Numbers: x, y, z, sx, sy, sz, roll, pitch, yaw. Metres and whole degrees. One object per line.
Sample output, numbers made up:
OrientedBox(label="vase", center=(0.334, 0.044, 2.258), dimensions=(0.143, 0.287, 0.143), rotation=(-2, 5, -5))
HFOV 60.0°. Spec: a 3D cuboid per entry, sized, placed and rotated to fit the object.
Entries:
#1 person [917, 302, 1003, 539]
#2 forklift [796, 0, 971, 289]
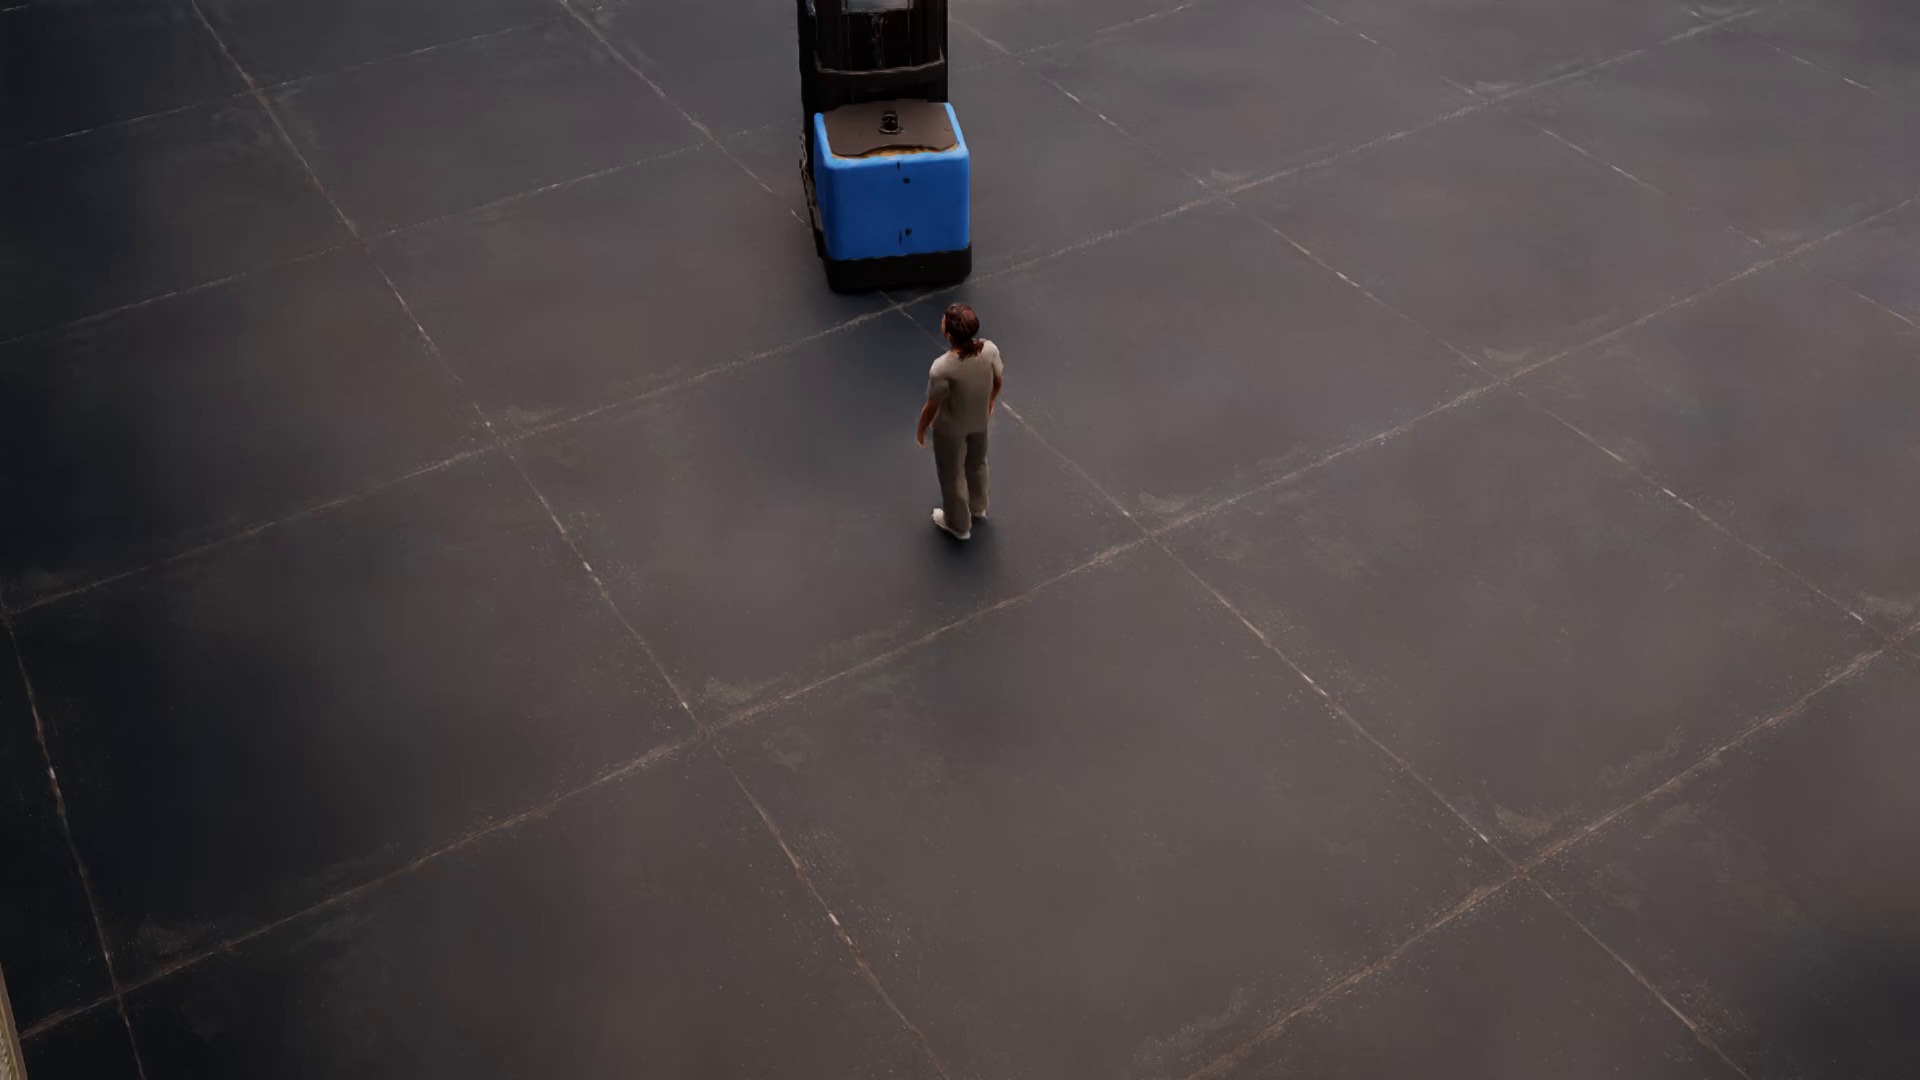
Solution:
OrientedBox(label="person", center=(-0.028, -0.707, 9.572), dimensions=(0.550, 1.662, 0.549), rotation=(-23, 46, -24))
OrientedBox(label="forklift", center=(-0.679, -3.900, 12.334), dimensions=(1.130, 2.935, 3.031), rotation=(-6, 42, -7))
